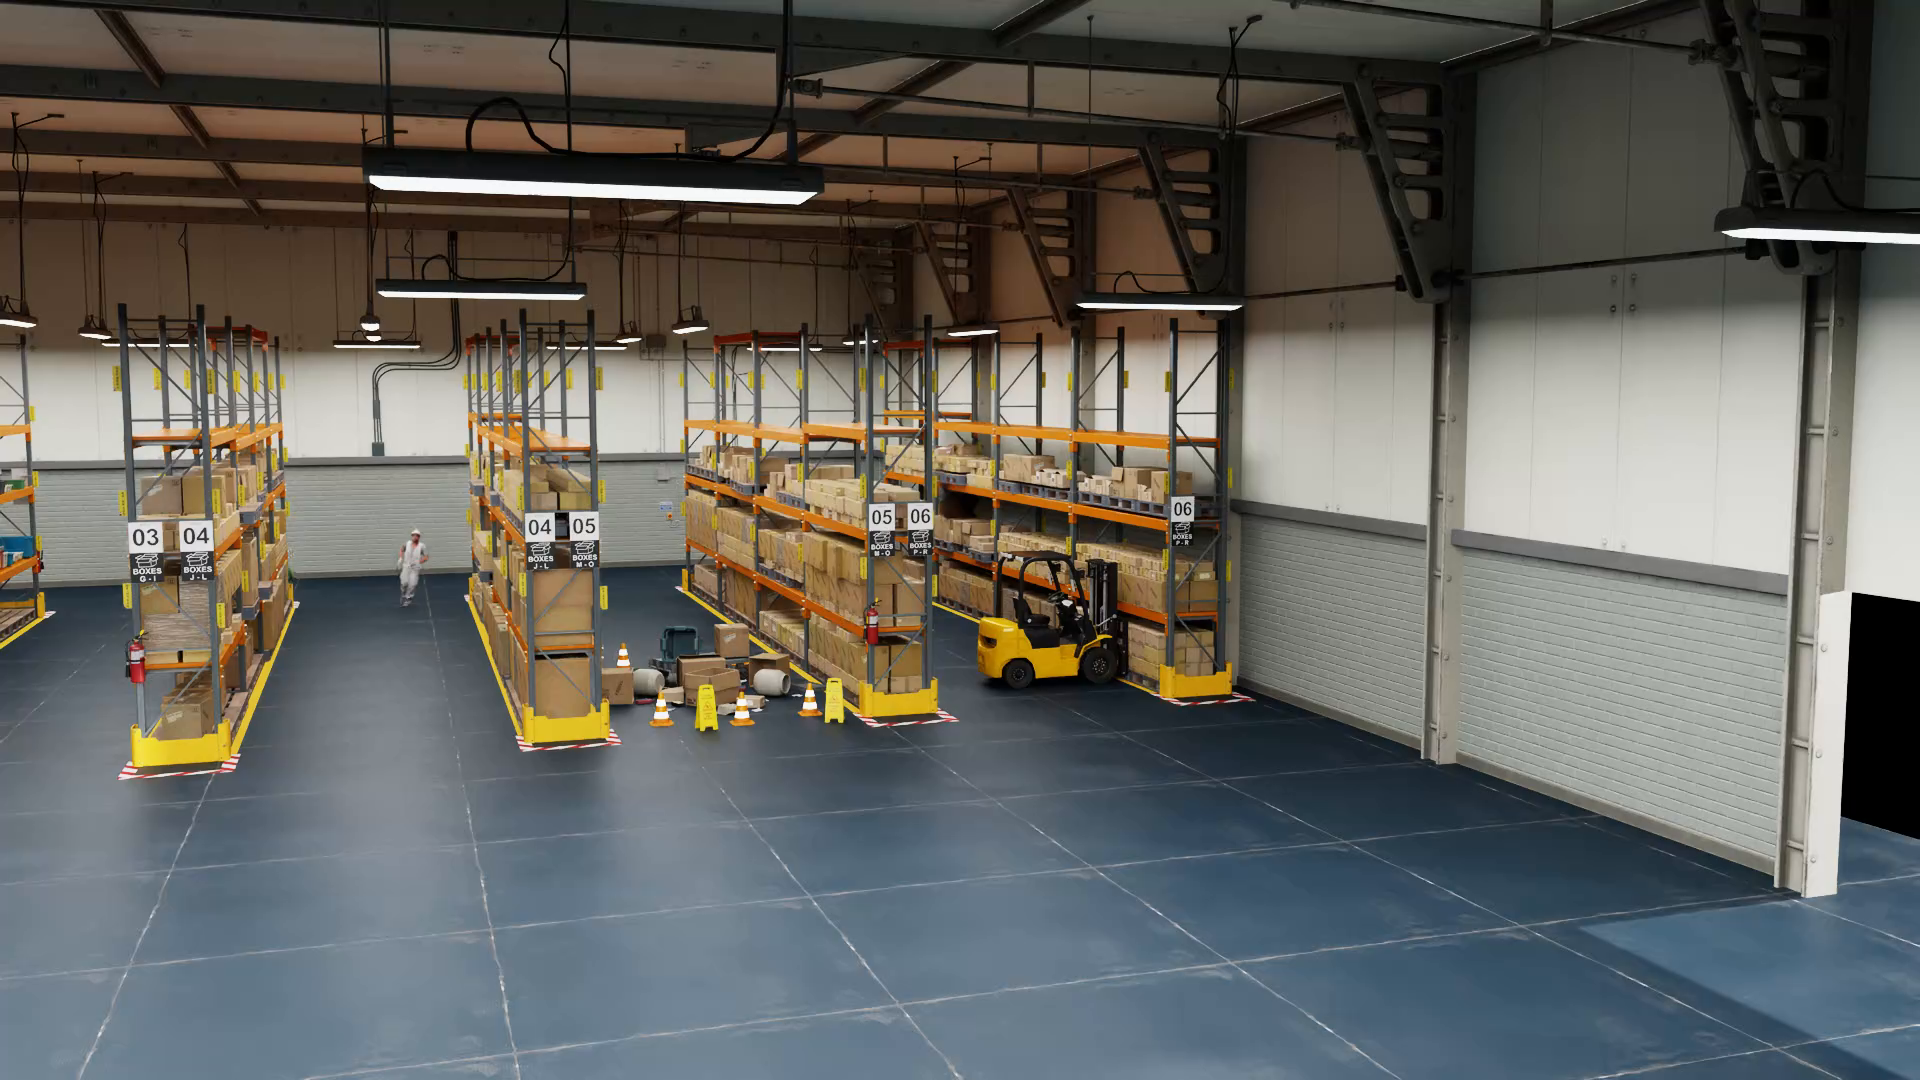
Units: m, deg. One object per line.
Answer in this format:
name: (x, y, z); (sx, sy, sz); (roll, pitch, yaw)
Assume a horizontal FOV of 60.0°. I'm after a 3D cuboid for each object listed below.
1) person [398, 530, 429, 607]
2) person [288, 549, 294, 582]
person: (-12.128, 0.636, 36.896); (0.670, 1.721, 0.580); (-1, 6, -10)
person: (-15.530, 0.509, 38.012); (0.596, 1.752, 0.725); (-1, 6, -10)
